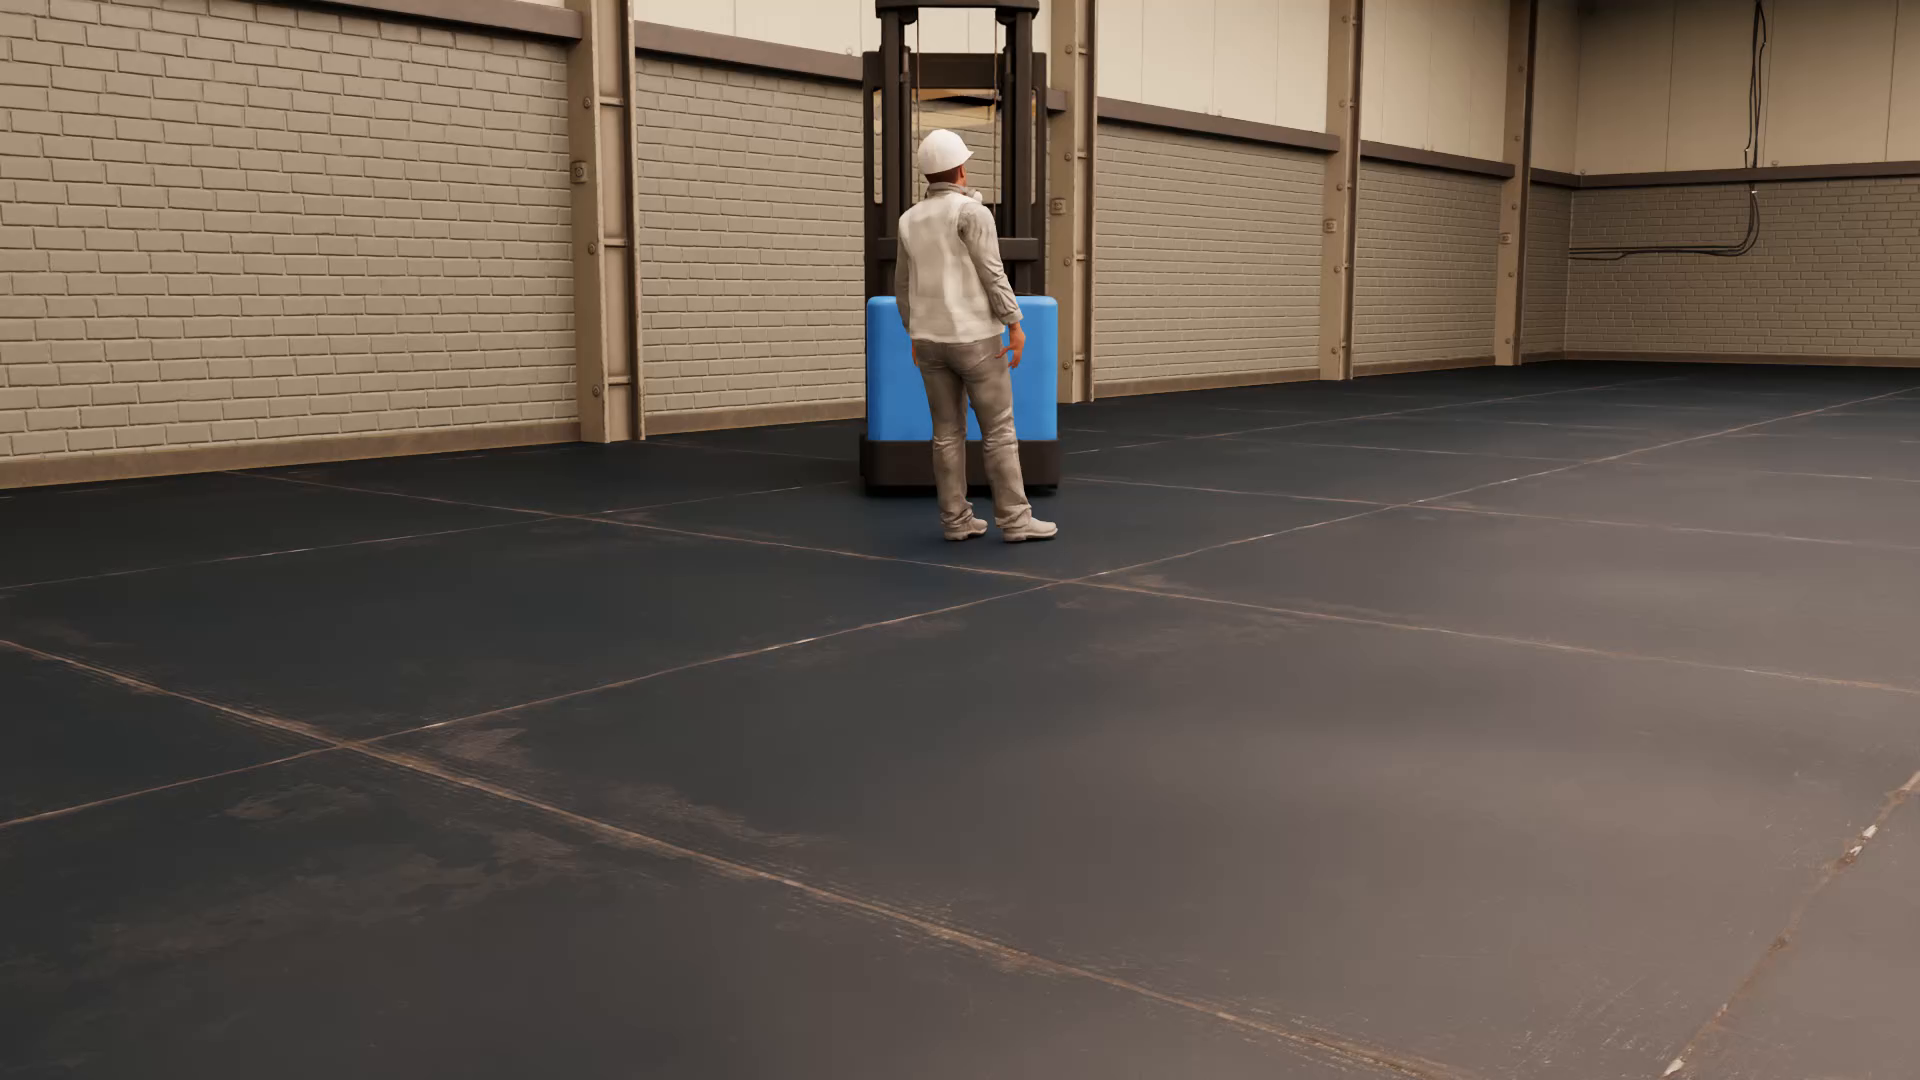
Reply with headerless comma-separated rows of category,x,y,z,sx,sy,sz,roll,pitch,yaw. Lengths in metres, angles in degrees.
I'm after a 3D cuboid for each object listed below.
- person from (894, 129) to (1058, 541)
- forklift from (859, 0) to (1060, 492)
person,0.045,-0.891,7.319,0.633,1.775,0.566,7,11,38
forklift,-0.042,-1.890,10.200,1.130,2.935,3.031,0,8,-2
